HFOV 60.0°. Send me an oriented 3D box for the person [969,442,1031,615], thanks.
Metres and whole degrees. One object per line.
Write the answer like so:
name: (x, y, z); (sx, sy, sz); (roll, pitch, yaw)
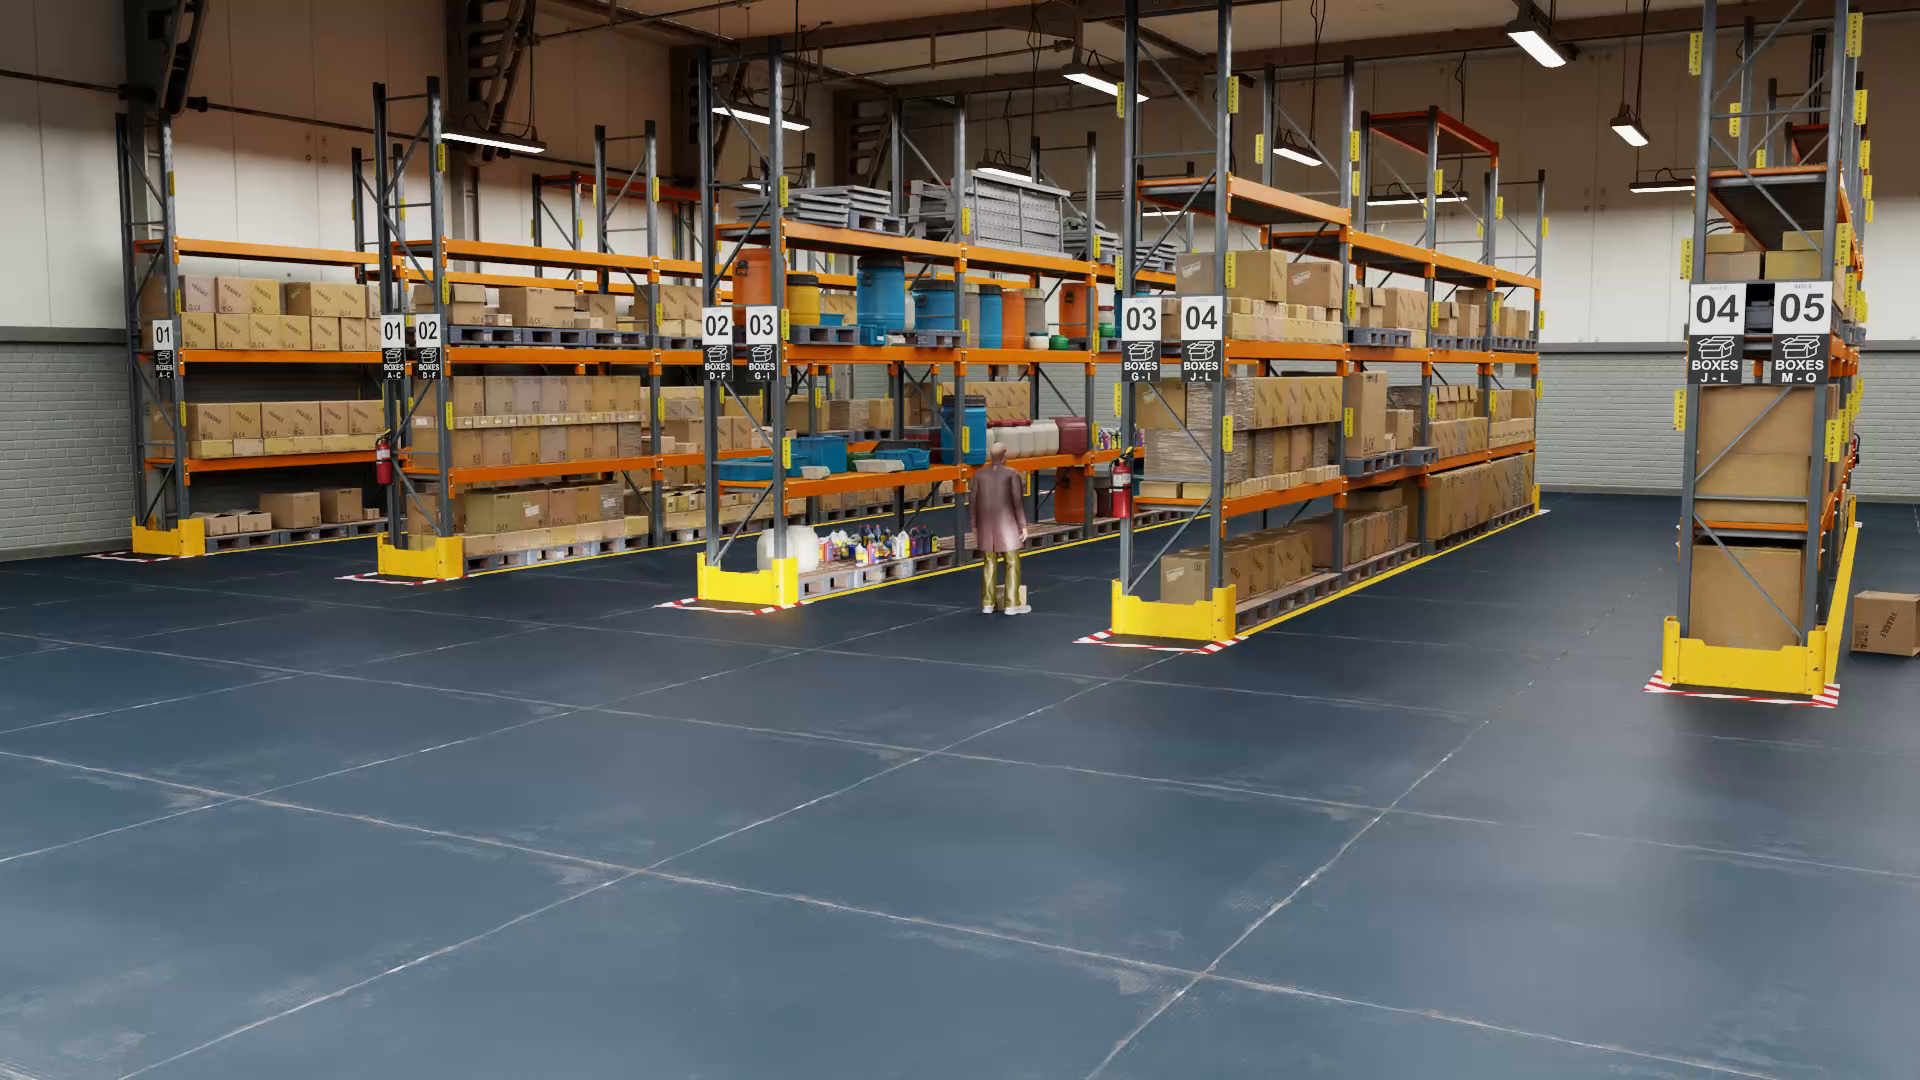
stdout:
person: (0.400, -0.126, 17.302); (0.654, 1.774, 0.422); (3, 6, 25)
